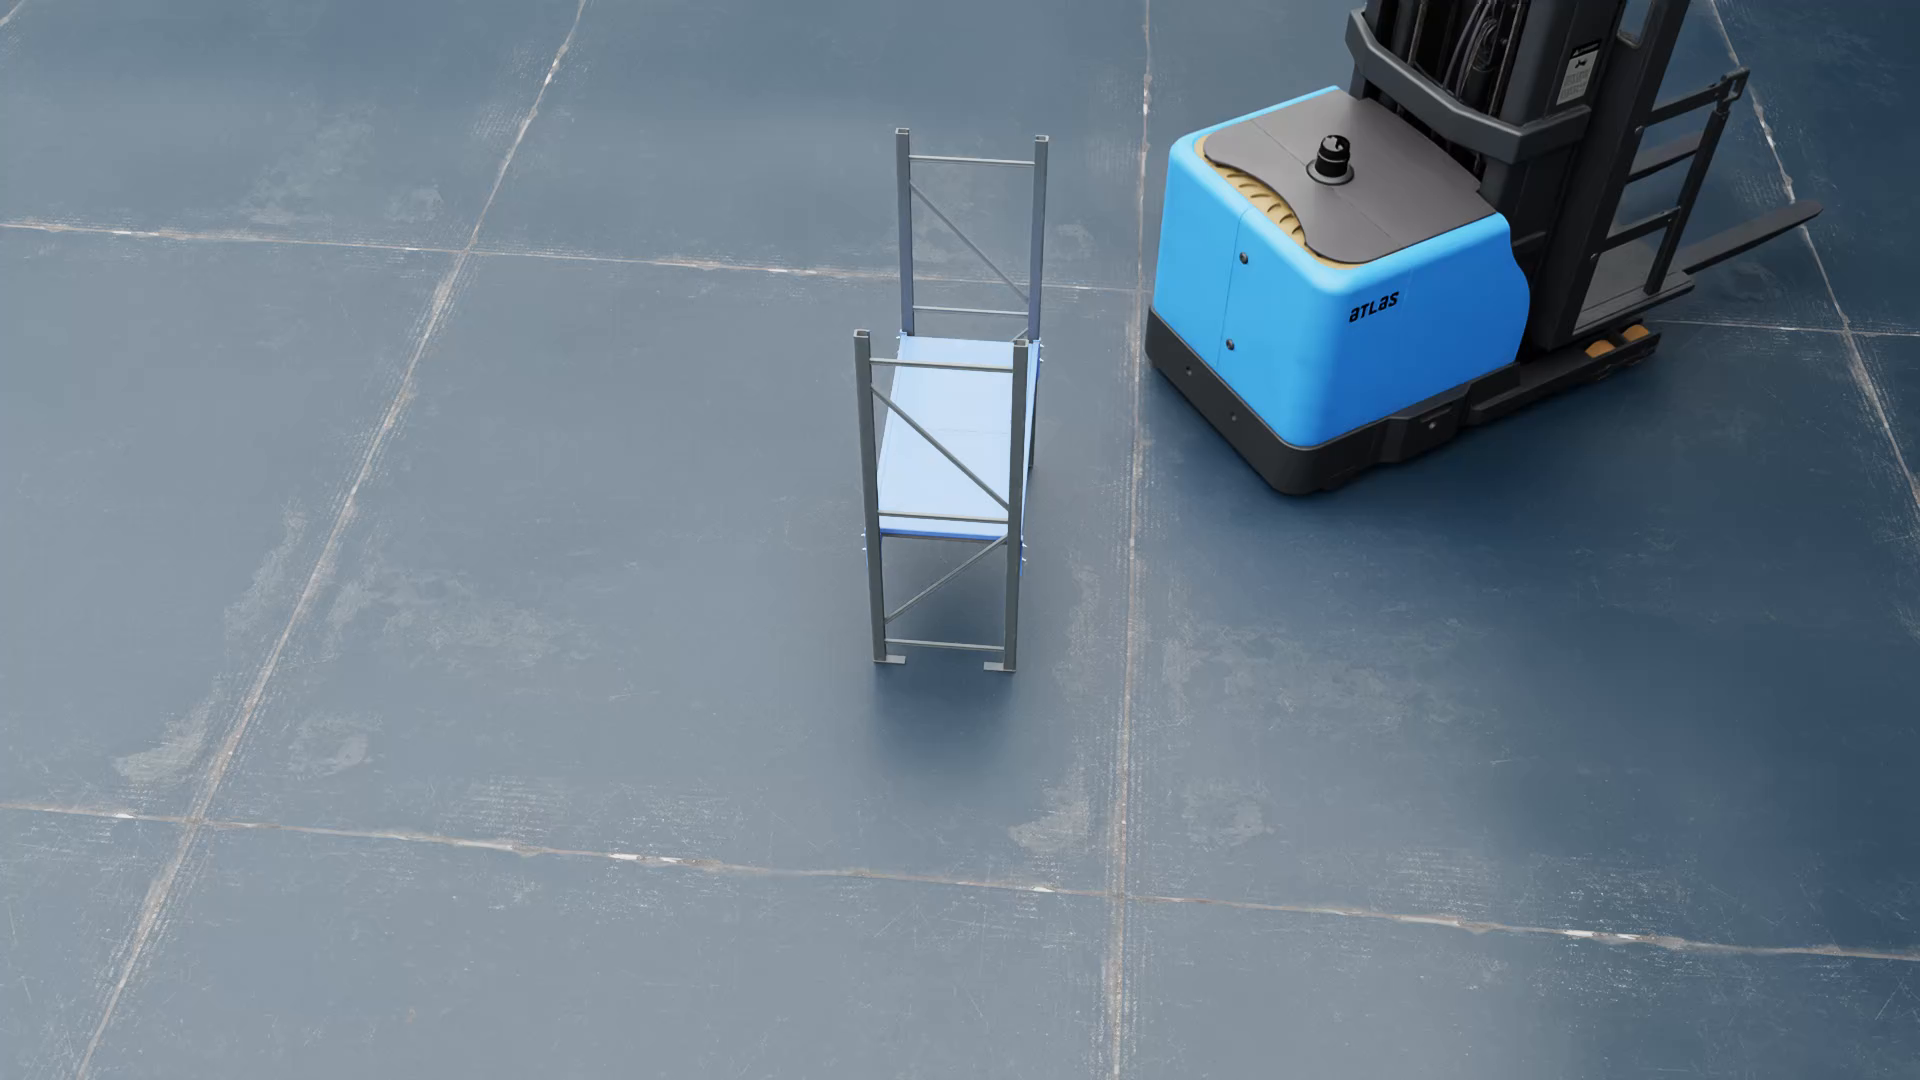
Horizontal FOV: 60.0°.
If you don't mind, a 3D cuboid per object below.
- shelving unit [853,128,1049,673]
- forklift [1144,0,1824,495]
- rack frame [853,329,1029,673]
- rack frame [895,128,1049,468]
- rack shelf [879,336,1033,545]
[{"bbox_3d":[-0.008,-0.443,5.639,0.500,1.500,1.048,4,48,4],"label":"shelving unit"},{"bbox_3d":[2.302,-1.966,6.062,3.031,2.935,1.130,-22,51,-19],"label":"forklift"},{"bbox_3d":[-0.054,-0.070,5.298,0.500,1.500,0.032,4,48,4],"label":"rack frame"},{"bbox_3d":[0.039,-0.817,5.981,0.500,1.500,0.032,4,48,4],"label":"rack frame"},{"bbox_3d":[-0.008,-0.355,5.736,0.459,0.062,0.952,4,48,4],"label":"rack shelf"}]
